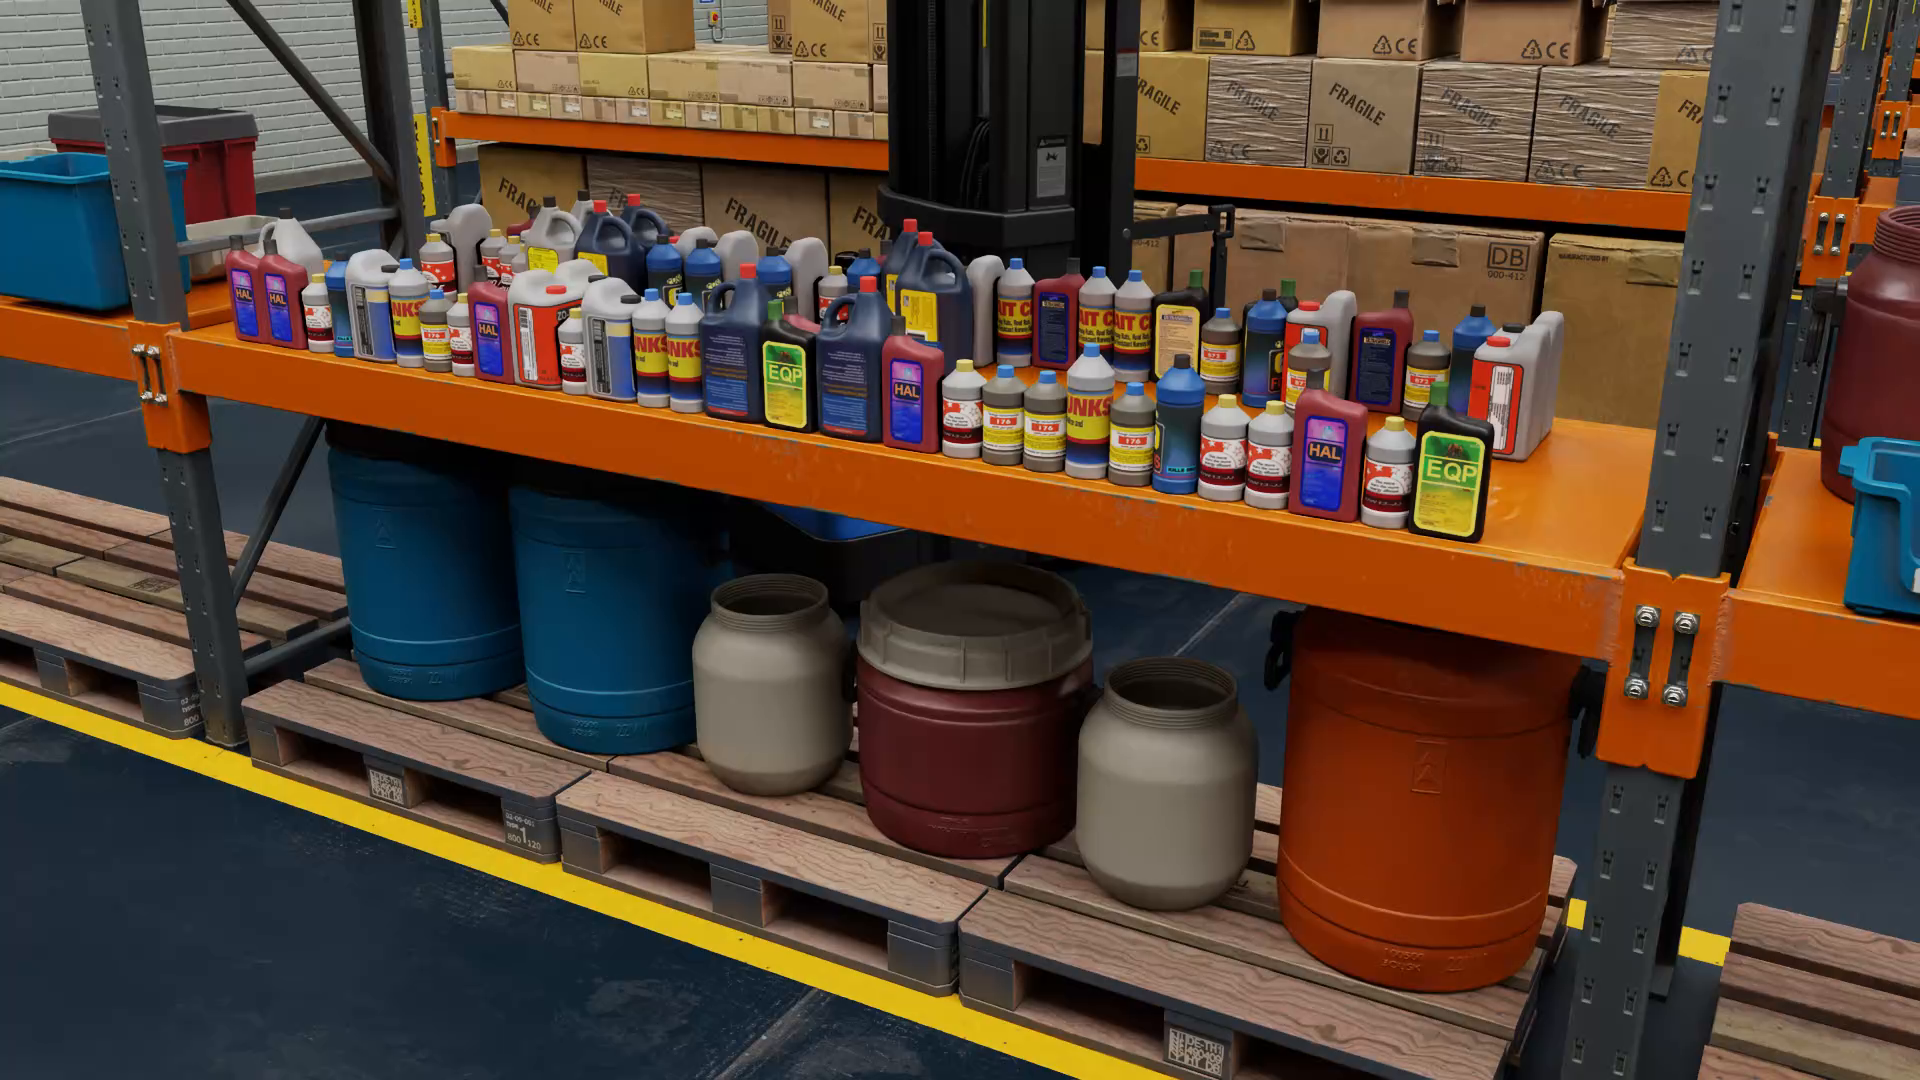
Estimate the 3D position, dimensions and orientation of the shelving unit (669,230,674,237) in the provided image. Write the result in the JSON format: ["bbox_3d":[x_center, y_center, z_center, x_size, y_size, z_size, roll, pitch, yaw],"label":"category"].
[{"bbox_3d":[-1.202,-0.625,6.829,0.258,1.200,0.503,-8,21,-21],"label":"shelving unit"}]

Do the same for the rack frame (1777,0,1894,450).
[{"bbox_3d":[3.875,-1.732,7.242,0.127,3.000,1.000,11,23,27],"label":"rack frame"}]

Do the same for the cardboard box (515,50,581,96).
[{"bbox_3d":[-2.365,-2.888,10.210,0.500,0.250,0.500,10,22,27],"label":"cardboard box"}]

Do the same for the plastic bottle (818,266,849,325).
[{"bbox_3d":[-0.337,-0.644,4.532,0.097,0.201,0.097,0,20,0],"label":"plastic bottle"}]

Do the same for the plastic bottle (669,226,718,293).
[{"bbox_3d":[-0.772,-0.751,4.718,0.135,0.276,0.152,11,23,27],"label":"plastic bottle"}]

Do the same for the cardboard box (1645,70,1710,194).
[{"bbox_3d":[3.323,-1.788,7.248,0.500,0.500,0.500,12,23,29],"label":"cardboard box"}]

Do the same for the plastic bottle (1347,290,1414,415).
[{"bbox_3d":[0.975,-0.440,3.849,0.133,0.283,0.061,11,23,27],"label":"plastic bottle"}]

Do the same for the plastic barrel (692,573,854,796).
[{"bbox_3d":[-0.499,0.383,4.444,0.421,0.512,0.421,0,20,0],"label":"plastic barrel"}]

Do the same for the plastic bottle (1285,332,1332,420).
[{"bbox_3d":[0.791,-0.369,3.776,0.097,0.201,0.097,0,20,0],"label":"plastic bottle"}]

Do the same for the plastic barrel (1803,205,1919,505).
[{"bbox_3d":[2.012,-0.335,3.190,0.708,0.536,0.600,11,23,27],"label":"plastic barrel"}]

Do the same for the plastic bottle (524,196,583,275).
[{"bbox_3d":[-1.141,-0.802,4.749,0.185,0.351,0.144,11,23,27],"label":"plastic bottle"}]

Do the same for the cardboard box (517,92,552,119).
[{"bbox_3d":[-2.512,-2.703,10.286,0.250,0.149,0.380,10,22,26],"label":"cardboard box"}]

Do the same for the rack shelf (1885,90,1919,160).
[{"bbox_3d":[8.128,-2.521,10.472,4.000,0.370,1.077,11,23,27],"label":"rack shelf"}]

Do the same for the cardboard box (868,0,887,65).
[{"bbox_3d":[-0.149,-2.816,8.914,0.500,0.500,0.500,12,23,29],"label":"cardboard box"}]

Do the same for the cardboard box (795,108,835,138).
[{"bbox_3d":[-0.717,-2.361,9.343,0.250,0.149,0.380,11,23,28],"label":"cardboard box"}]

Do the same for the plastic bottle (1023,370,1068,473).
[{"bbox_3d":[0.180,-0.249,3.443,0.097,0.201,0.097,0,20,0],"label":"plastic bottle"}]

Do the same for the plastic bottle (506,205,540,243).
[{"bbox_3d":[-1.307,-0.874,5.047,0.133,0.283,0.061,11,23,27],"label":"plastic bottle"}]

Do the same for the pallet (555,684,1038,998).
[{"bbox_3d":[-0.310,0.731,4.540,1.213,0.211,1.003,11,23,27],"label":"pallet"}]

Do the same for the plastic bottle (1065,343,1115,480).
[{"bbox_3d":[0.265,-0.266,3.387,0.097,0.271,0.097,0,20,0],"label":"plastic bottle"}]

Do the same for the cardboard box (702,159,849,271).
[{"bbox_3d":[-0.940,-1.880,10.148,0.875,0.875,0.875,11,23,27],"label":"cardboard box"}]

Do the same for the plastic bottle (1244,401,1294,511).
[{"bbox_3d":[0.605,-0.168,3.220,0.097,0.201,0.097,0,20,0],"label":"plastic bottle"}]

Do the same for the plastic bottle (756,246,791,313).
[{"bbox_3d":[-0.496,-0.648,4.440,0.097,0.271,0.097,0,20,0],"label":"plastic bottle"}]

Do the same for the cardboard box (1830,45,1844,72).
[{"bbox_3d":[5.727,-3.217,11.087,0.250,0.149,0.380,11,23,28],"label":"cardboard box"}]

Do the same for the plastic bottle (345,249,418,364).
[{"bbox_3d":[-1.495,-0.614,4.340,0.135,0.276,0.152,11,23,27],"label":"plastic bottle"}]

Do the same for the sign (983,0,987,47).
[{"bbox_3d":[0.113,-2.676,8.459,0.005,0.325,0.100,11,23,27],"label":"sign"}]

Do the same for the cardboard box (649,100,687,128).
[{"bbox_3d":[-1.617,-2.532,9.815,0.250,0.149,0.380,10,22,26],"label":"cardboard box"}]

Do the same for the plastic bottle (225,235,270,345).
[{"bbox_3d":[-1.921,-0.680,4.513,0.133,0.283,0.061,11,23,27],"label":"plastic bottle"}]

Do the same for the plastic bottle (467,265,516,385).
[{"bbox_3d":[-1.145,-0.533,4.106,0.133,0.283,0.061,11,23,27],"label":"plastic bottle"}]

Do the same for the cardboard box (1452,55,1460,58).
[{"bbox_3d":[2.683,-2.111,8.138,0.500,0.500,0.500,10,22,26],"label":"cardboard box"}]

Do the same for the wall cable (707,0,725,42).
[{"bbox_3d":[-3.210,-7.436,21.430,0.123,1.953,0.585,11,23,27],"label":"wall cable"}]

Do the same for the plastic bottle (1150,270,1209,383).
[{"bbox_3d":[0.539,-0.522,4.078,0.133,0.283,0.061,11,23,27],"label":"plastic bottle"}]

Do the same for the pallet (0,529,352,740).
[{"bbox_3d":[-2.694,0.277,5.792,1.213,0.211,1.003,11,23,27],"label":"pallet"}]

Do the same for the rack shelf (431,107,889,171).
[{"bbox_3d":[-1.363,-2.392,10.116,4.000,0.370,1.077,11,23,27],"label":"rack shelf"}]

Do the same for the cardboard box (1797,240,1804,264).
[{"bbox_3d":[5.680,-2.246,11.708,0.500,0.500,0.500,11,23,27],"label":"cardboard box"}]

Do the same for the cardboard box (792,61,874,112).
[{"bbox_3d":[-0.584,-2.548,9.273,0.500,0.250,0.500,12,23,29],"label":"cardboard box"}]

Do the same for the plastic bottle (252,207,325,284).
[{"bbox_3d":[-1.848,-0.738,4.574,0.185,0.351,0.144,11,23,27],"label":"plastic bottle"}]

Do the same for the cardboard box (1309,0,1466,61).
[{"bbox_3d":[2.088,-2.596,8.006,0.637,0.503,0.797,12,23,29],"label":"cardboard box"}]

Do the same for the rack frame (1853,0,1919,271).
[{"bbox_3d":[6.382,-3.192,11.267,0.127,3.000,1.000,11,23,27],"label":"rack frame"}]

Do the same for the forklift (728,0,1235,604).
[{"bbox_3d":[0.529,-1.491,6.677,3.031,2.935,1.130,-12,23,-30],"label":"forklift"}]

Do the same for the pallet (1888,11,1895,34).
[{"bbox_3d":[10.499,-6.163,19.737,1.003,0.211,1.213,11,23,27],"label":"pallet"}]

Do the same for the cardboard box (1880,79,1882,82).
[{"bbox_3d":[10.894,-5.337,20.229,0.500,0.500,0.500,12,23,29],"label":"cardboard box"}]

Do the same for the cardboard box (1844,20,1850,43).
[{"bbox_3d":[6.058,-3.552,11.573,0.250,0.149,0.380,12,23,30],"label":"cardboard box"}]

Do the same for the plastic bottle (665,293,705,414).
[{"bbox_3d":[-0.631,-0.436,3.857,0.097,0.271,0.097,0,20,0],"label":"plastic bottle"}]

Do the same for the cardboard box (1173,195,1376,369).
[{"bbox_3d":[1.732,-1.347,8.681,0.875,0.875,1.225,10,22,25],"label":"cardboard box"}]

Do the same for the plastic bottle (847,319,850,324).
[{"bbox_3d":[-0.191,-0.407,3.760,0.133,0.283,0.061,11,23,27],"label":"plastic bottle"}]

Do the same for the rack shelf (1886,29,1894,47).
[{"bbox_3d":[9.379,-6.155,20.490,4.000,0.370,1.077,11,23,27],"label":"rack shelf"}]

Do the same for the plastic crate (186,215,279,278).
[{"bbox_3d":[-2.369,-0.947,5.377,0.243,0.136,0.396,11,23,27],"label":"plastic crate"}]

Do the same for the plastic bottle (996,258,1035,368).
[{"bbox_3d":[0.143,-0.585,4.268,0.097,0.271,0.097,0,20,0],"label":"plastic bottle"}]

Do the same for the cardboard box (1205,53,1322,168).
[{"bbox_3d":[1.538,-2.127,8.183,0.500,0.500,0.500,10,22,26],"label":"cardboard box"}]
